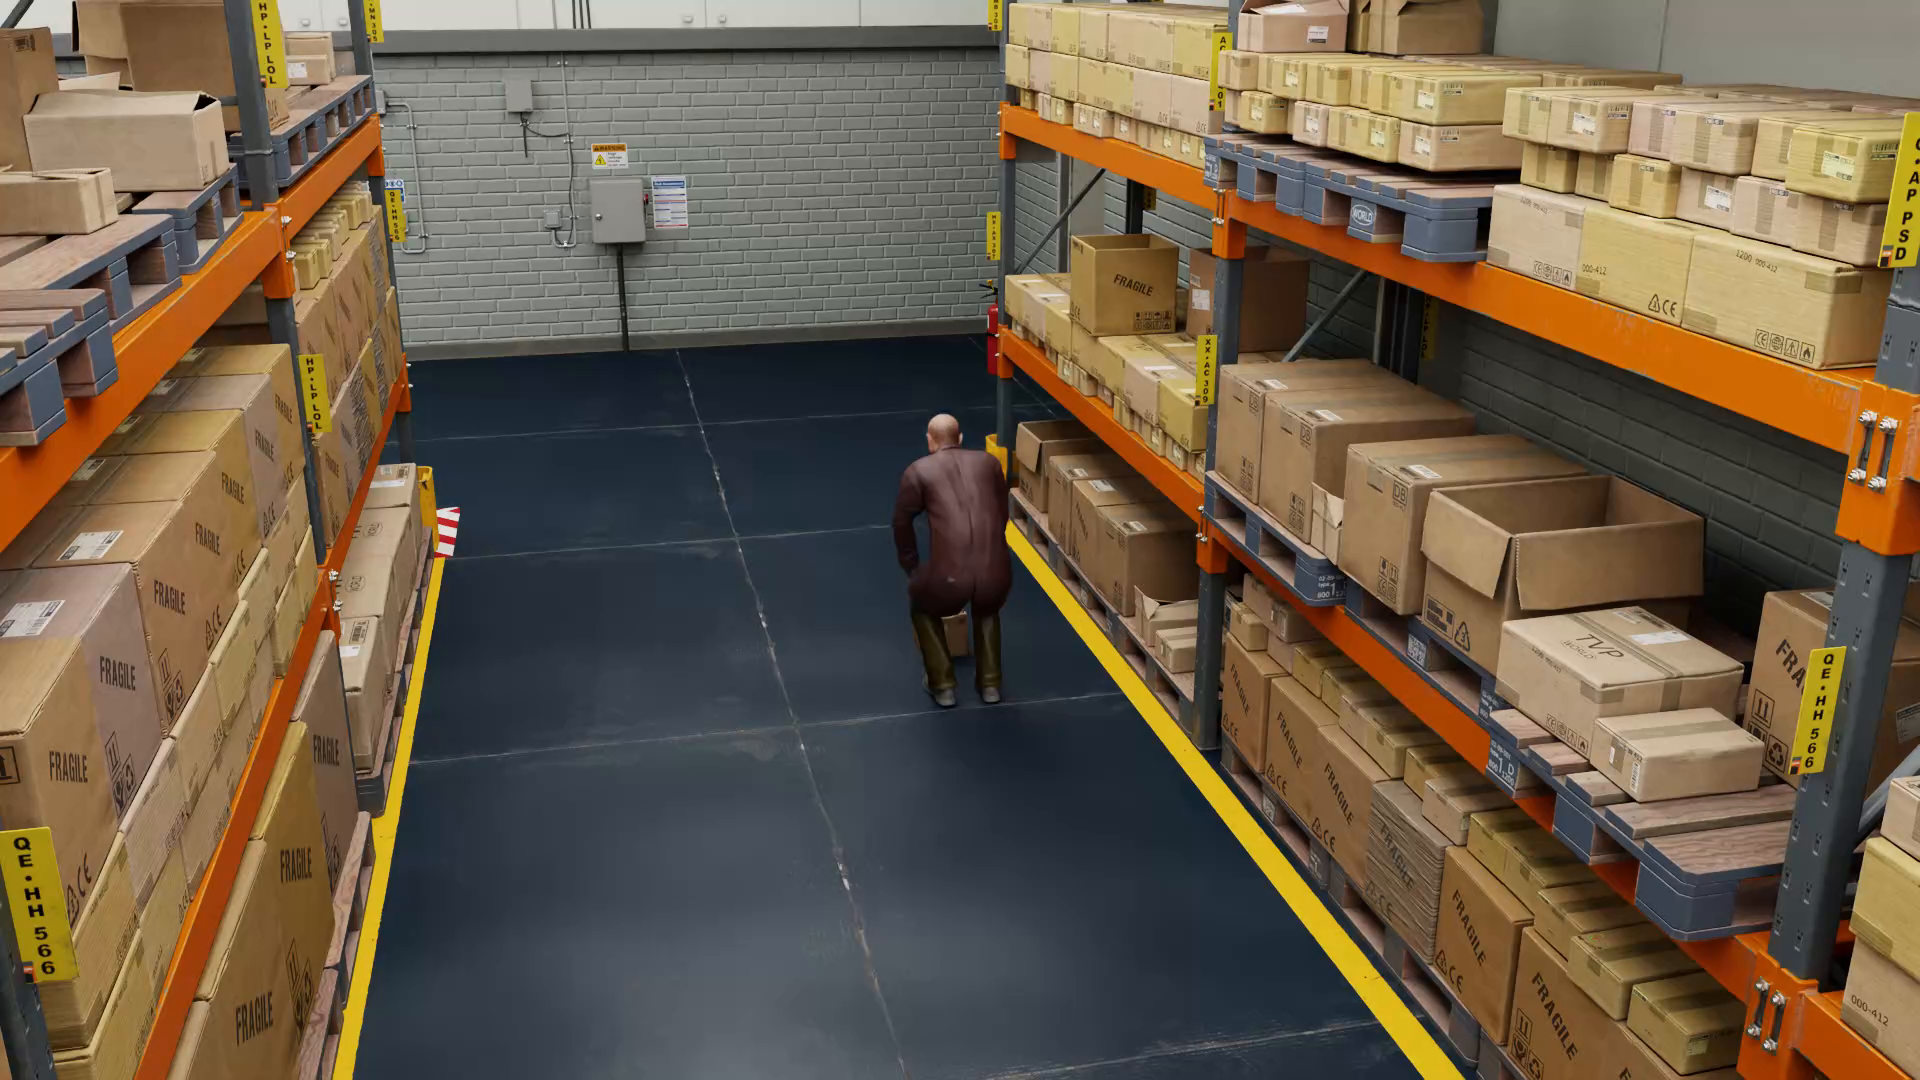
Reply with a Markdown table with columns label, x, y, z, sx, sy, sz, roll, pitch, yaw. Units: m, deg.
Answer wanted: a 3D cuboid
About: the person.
| label | x | y | z | sx | sy | sz | roll | pitch | yaw |
| --- | --- | --- | --- | --- | --- | --- | --- | --- | --- |
| person | -0.028 | 0.119 | 8.718 | 0.630 | 1.476 | 0.681 | -4 | 20 | -12 |
